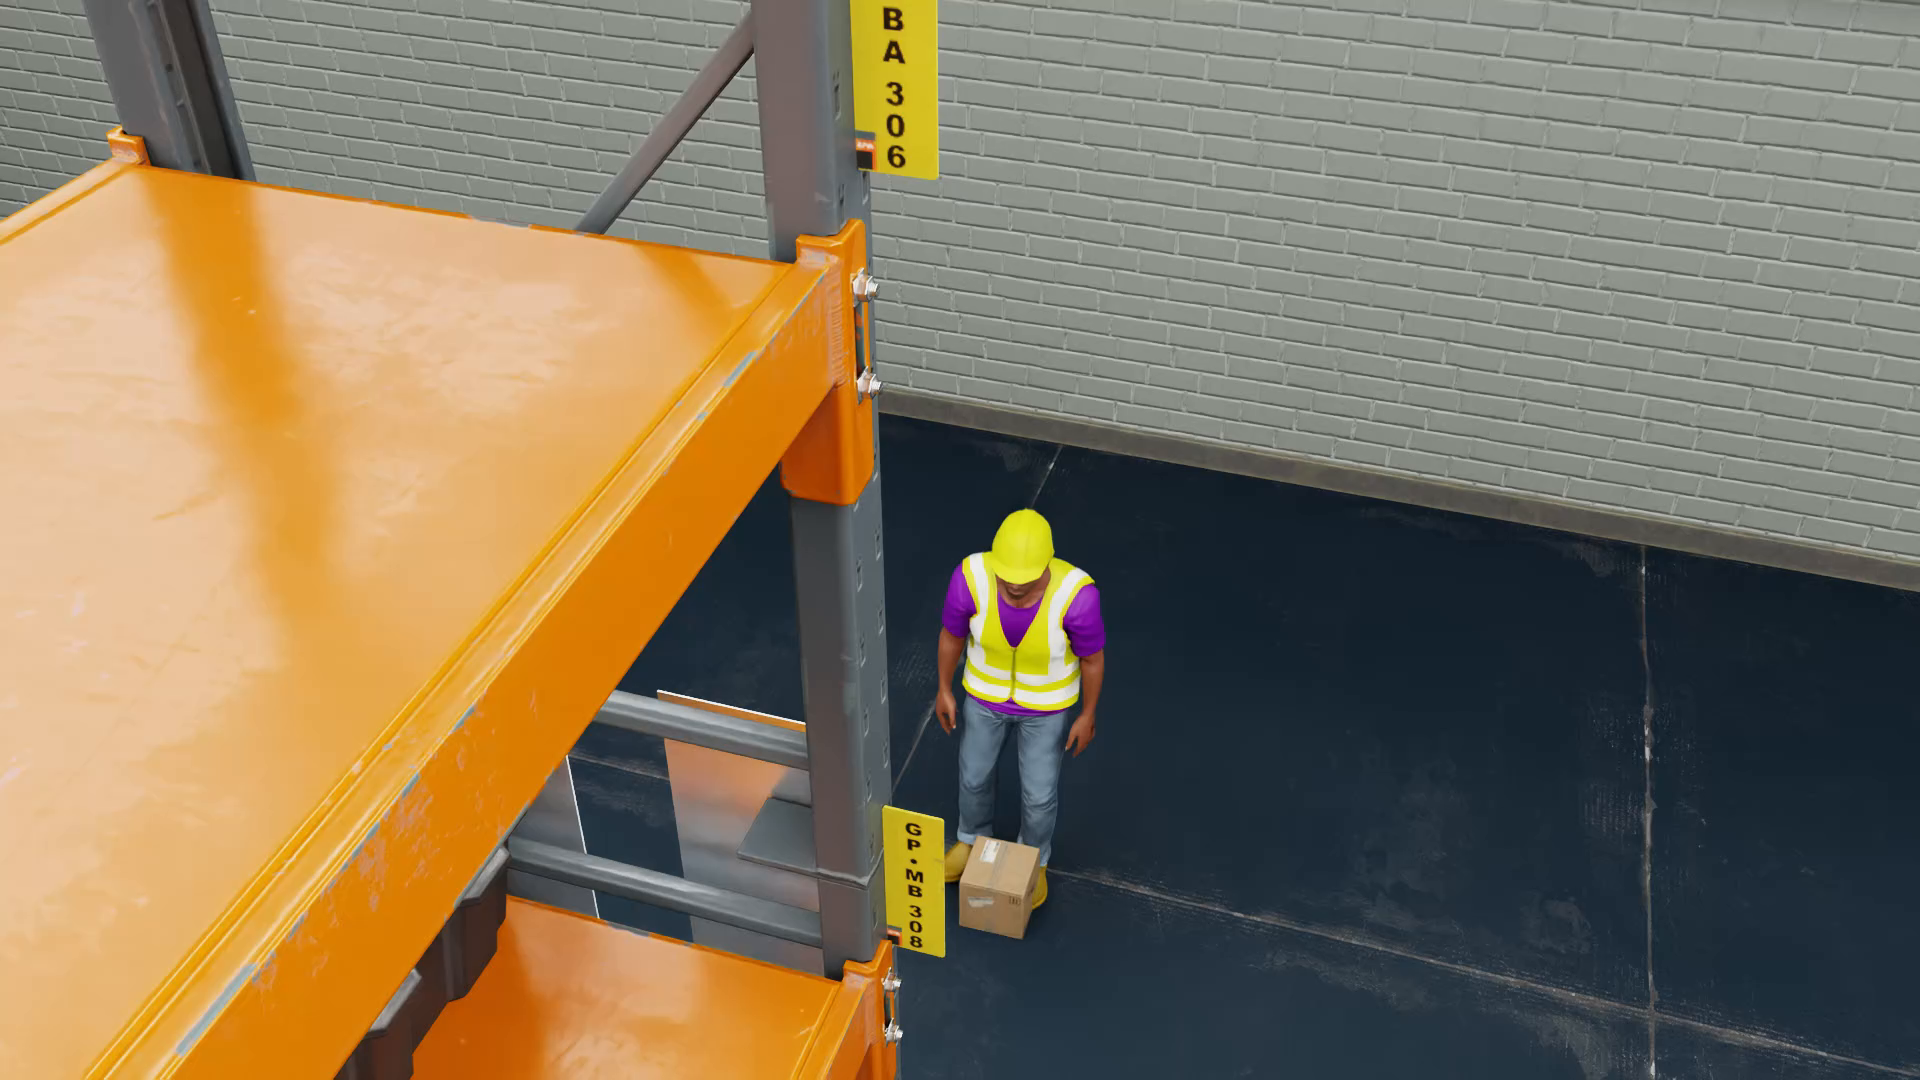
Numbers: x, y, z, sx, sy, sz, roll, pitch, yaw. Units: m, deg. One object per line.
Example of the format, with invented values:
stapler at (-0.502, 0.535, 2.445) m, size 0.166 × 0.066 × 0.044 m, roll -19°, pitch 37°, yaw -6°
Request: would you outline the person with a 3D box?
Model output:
person at (0.209, 0.591, 6.087) m, size 0.613 × 1.760 × 0.457 m, roll 9°, pitch 38°, yaw 12°
